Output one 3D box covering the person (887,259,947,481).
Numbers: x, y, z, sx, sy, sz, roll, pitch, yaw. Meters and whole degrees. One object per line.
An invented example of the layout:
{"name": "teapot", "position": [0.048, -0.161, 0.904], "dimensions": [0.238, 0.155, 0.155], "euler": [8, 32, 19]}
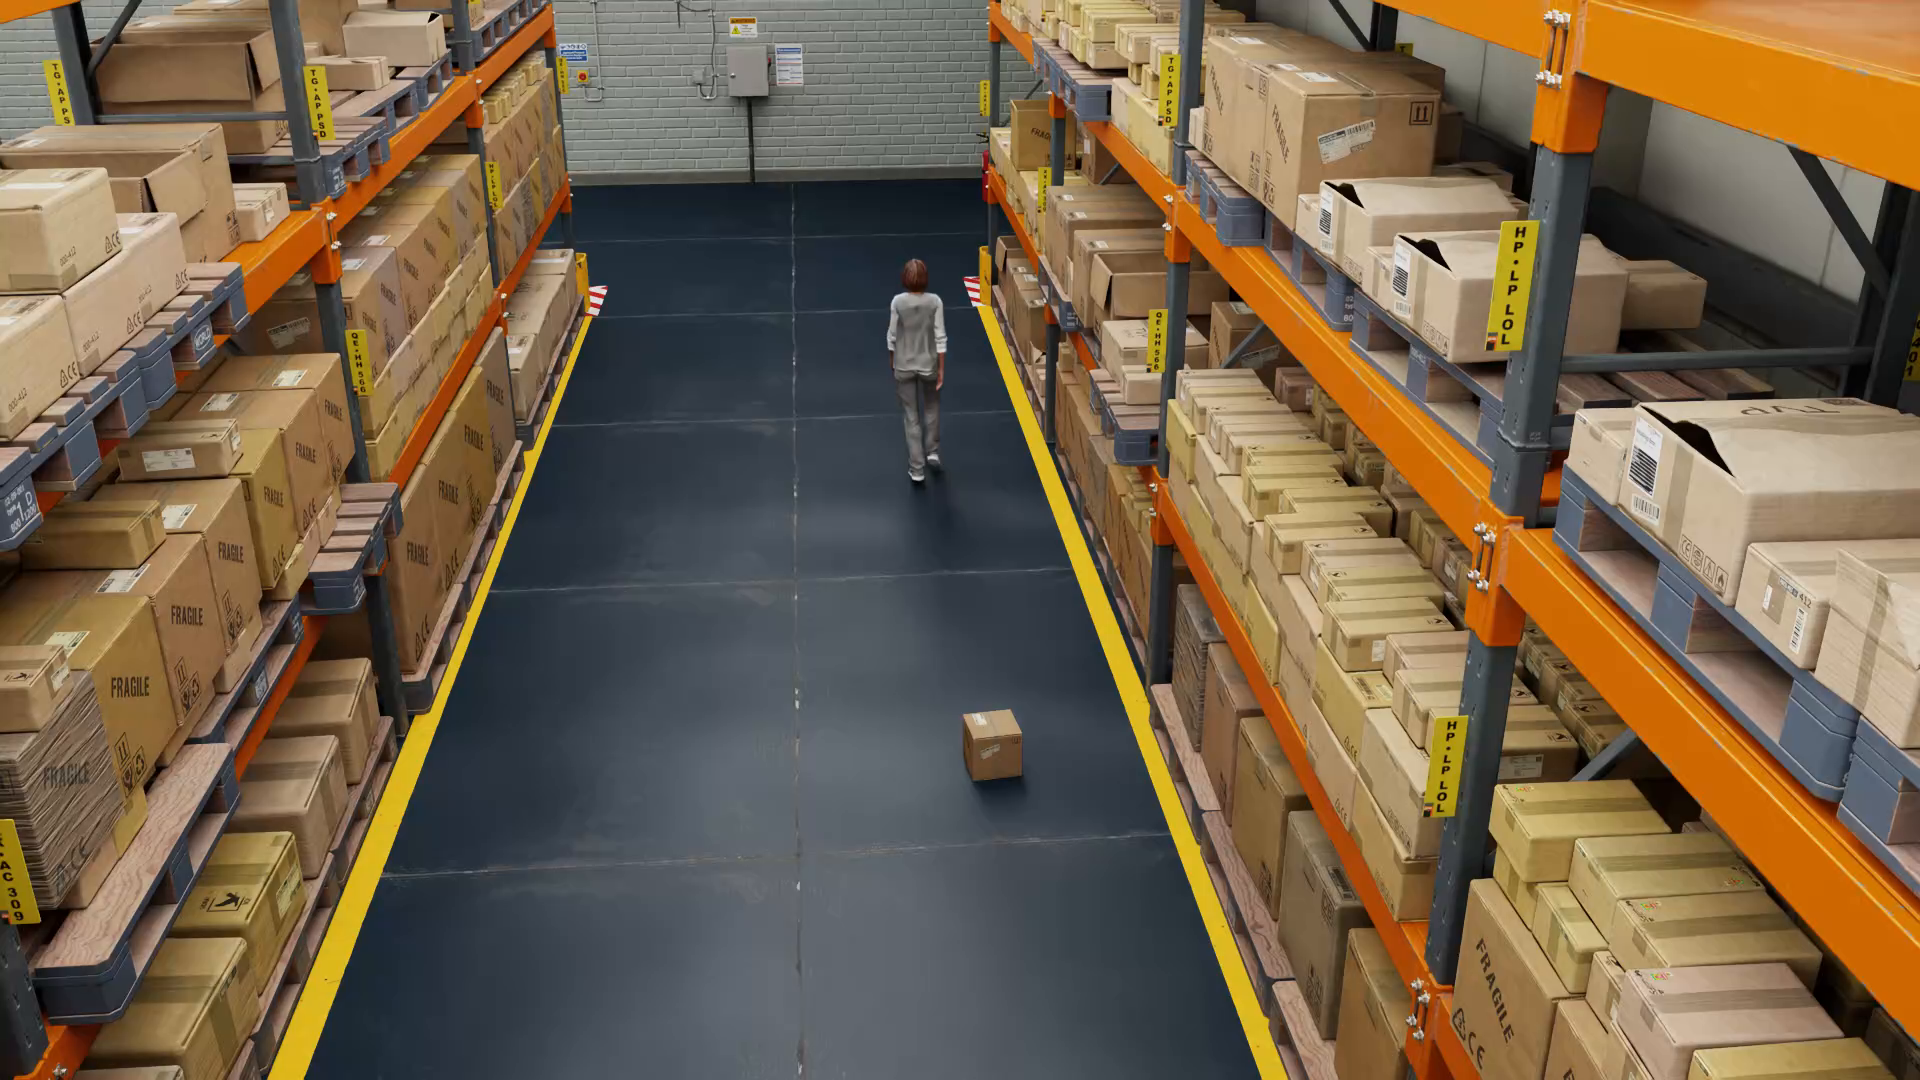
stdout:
{"name": "person", "position": [-0.307, -1.203, 11.831], "dimensions": [0.414, 1.648, 0.576], "euler": [-2, 24, -5]}
